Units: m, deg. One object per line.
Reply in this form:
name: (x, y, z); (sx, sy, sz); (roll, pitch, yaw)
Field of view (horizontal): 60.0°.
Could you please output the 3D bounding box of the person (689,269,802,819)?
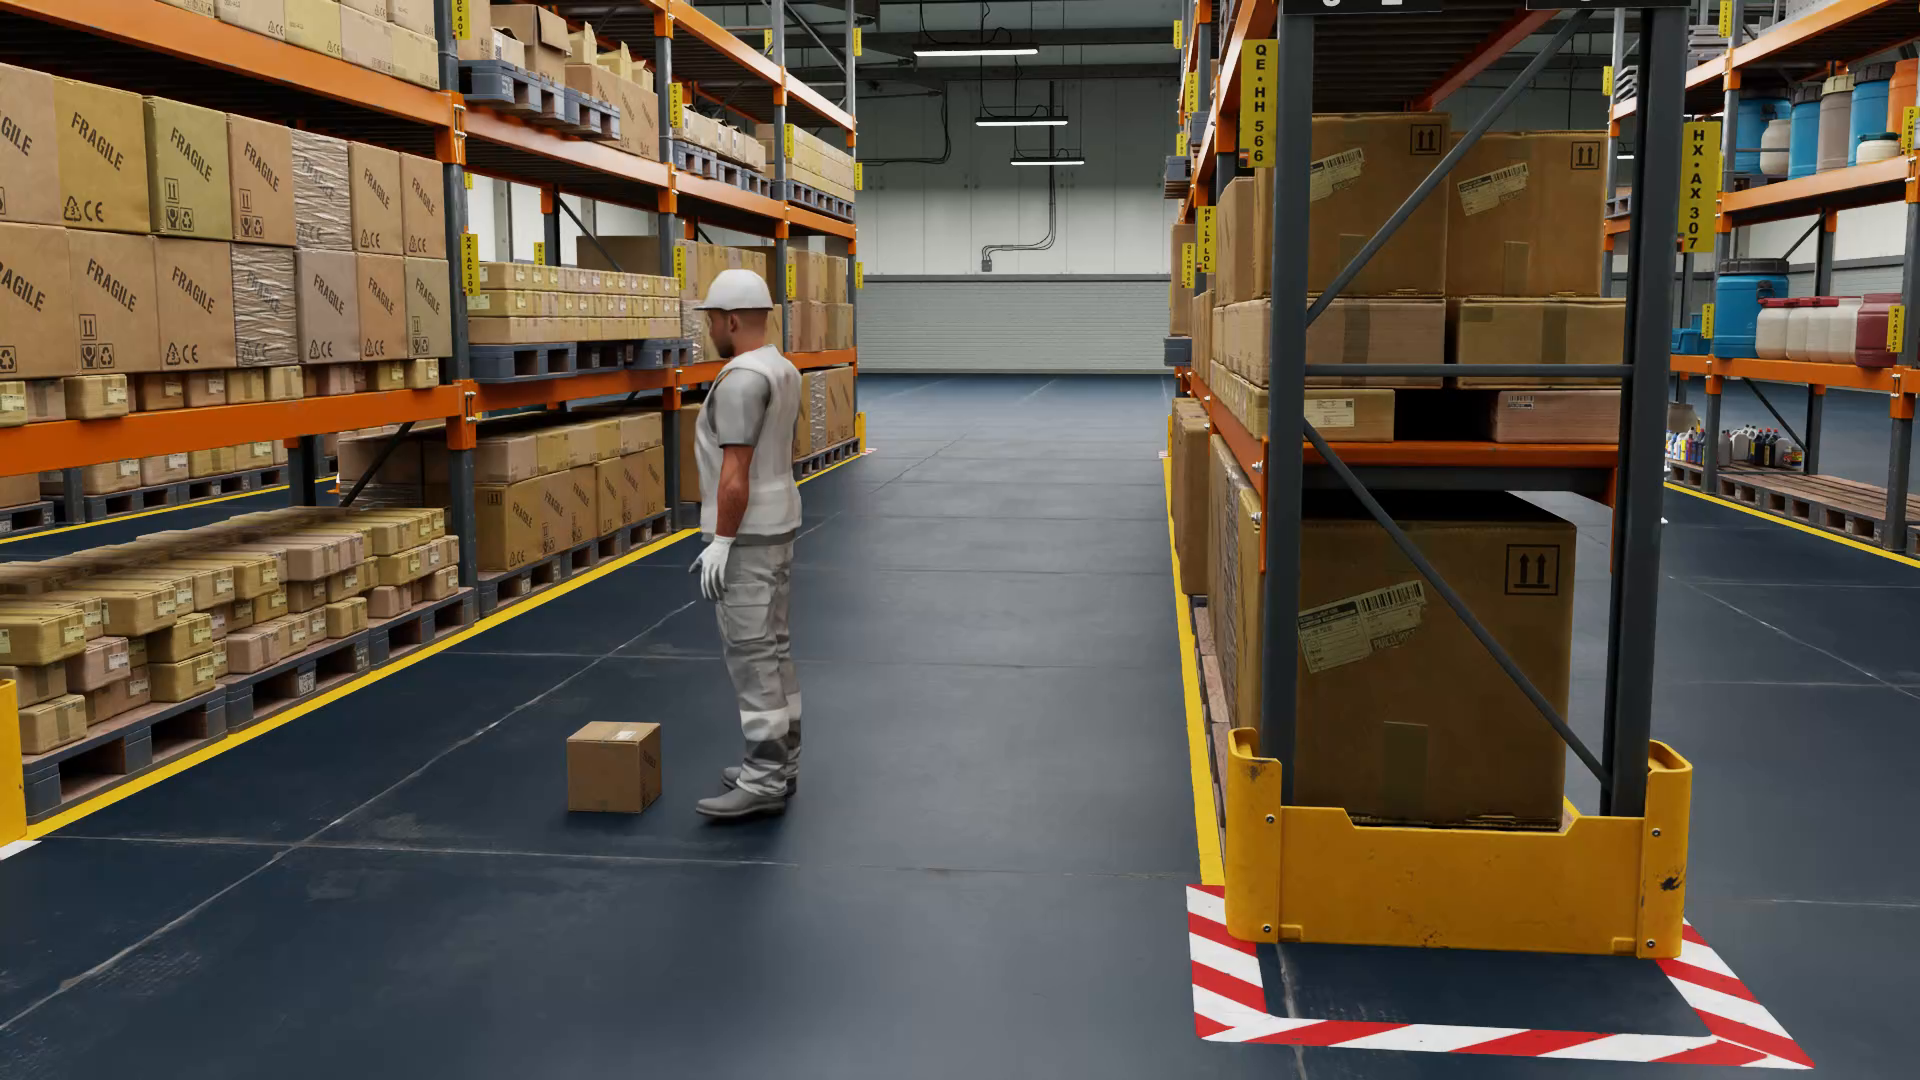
person: (-0.714, 0.007, 5.514); (0.356, 1.788, 0.579); (1, 8, 8)
